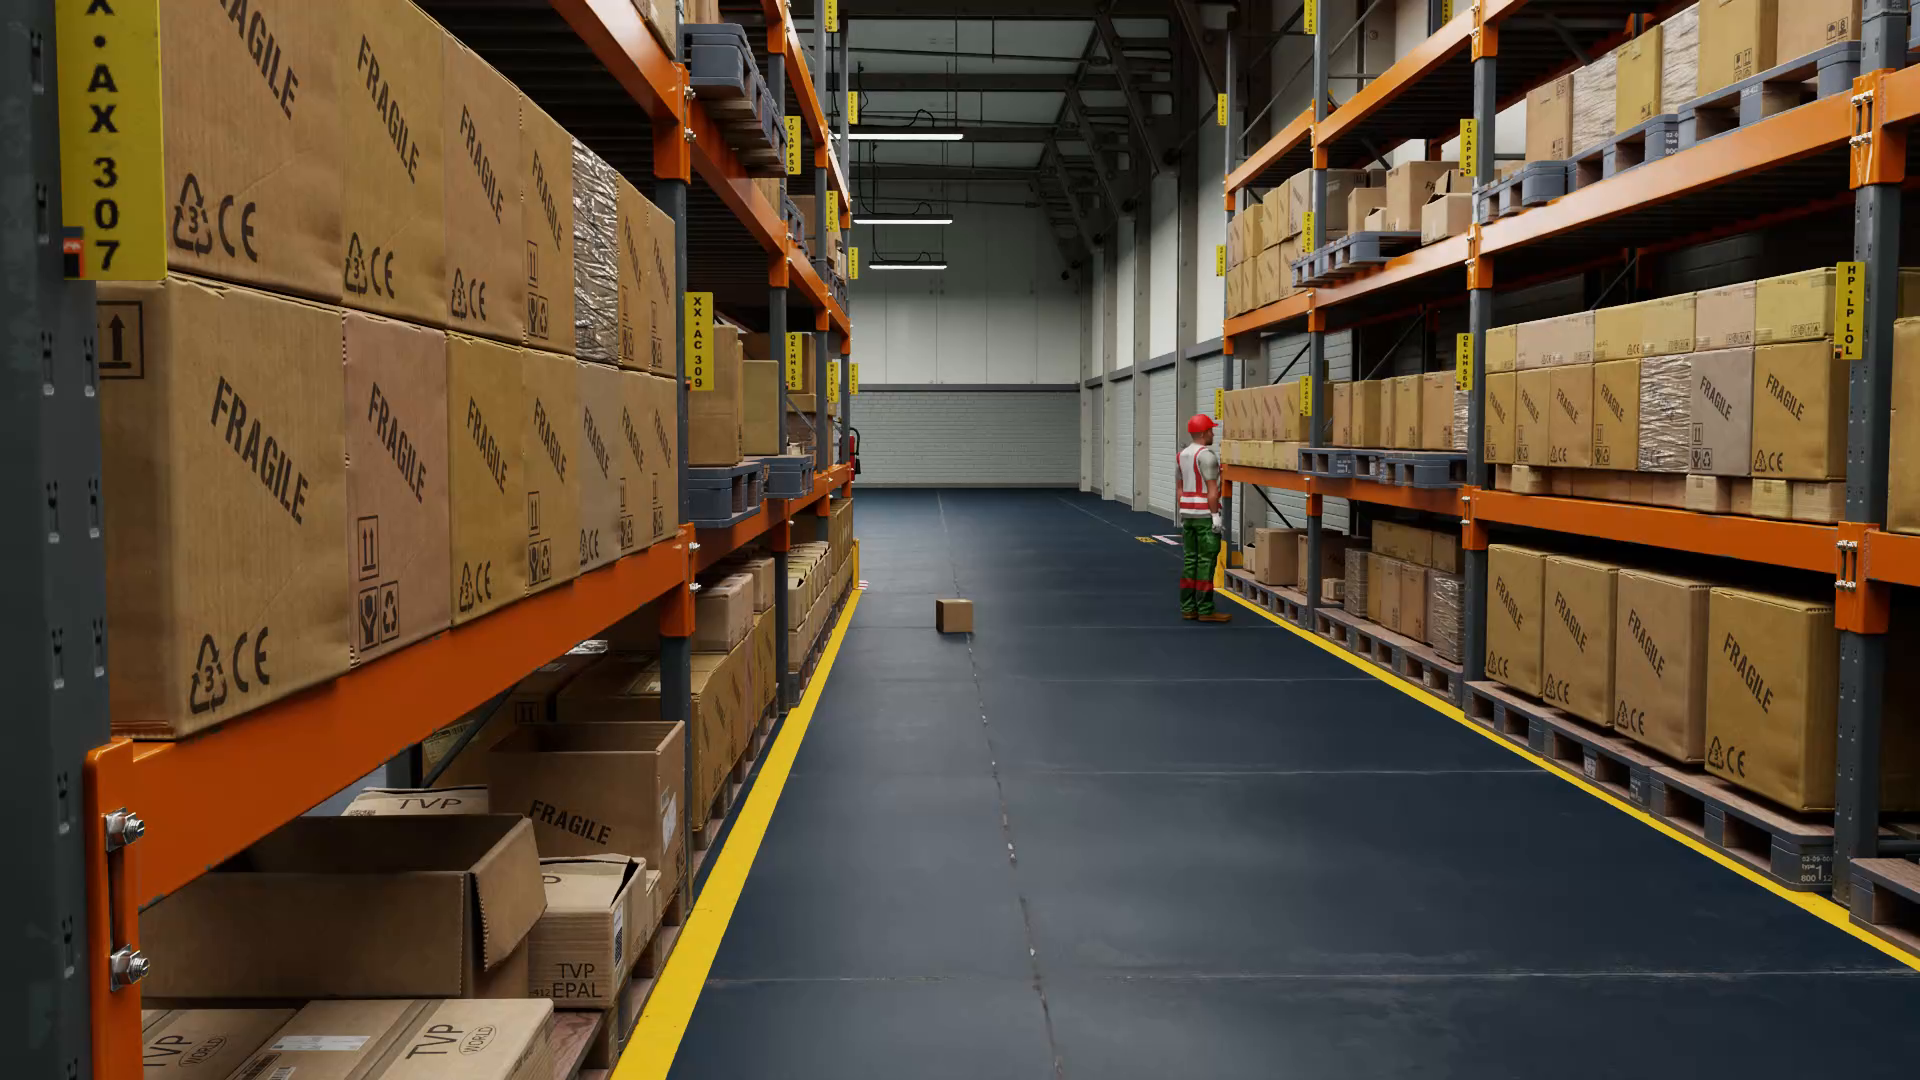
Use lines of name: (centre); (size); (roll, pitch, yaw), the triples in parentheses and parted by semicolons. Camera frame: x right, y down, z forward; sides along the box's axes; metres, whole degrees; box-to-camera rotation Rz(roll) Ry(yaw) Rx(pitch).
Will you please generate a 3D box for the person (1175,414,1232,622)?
person: (2.114, -0.196, 14.479); (0.349, 1.795, 0.544); (-2, 4, -27)
